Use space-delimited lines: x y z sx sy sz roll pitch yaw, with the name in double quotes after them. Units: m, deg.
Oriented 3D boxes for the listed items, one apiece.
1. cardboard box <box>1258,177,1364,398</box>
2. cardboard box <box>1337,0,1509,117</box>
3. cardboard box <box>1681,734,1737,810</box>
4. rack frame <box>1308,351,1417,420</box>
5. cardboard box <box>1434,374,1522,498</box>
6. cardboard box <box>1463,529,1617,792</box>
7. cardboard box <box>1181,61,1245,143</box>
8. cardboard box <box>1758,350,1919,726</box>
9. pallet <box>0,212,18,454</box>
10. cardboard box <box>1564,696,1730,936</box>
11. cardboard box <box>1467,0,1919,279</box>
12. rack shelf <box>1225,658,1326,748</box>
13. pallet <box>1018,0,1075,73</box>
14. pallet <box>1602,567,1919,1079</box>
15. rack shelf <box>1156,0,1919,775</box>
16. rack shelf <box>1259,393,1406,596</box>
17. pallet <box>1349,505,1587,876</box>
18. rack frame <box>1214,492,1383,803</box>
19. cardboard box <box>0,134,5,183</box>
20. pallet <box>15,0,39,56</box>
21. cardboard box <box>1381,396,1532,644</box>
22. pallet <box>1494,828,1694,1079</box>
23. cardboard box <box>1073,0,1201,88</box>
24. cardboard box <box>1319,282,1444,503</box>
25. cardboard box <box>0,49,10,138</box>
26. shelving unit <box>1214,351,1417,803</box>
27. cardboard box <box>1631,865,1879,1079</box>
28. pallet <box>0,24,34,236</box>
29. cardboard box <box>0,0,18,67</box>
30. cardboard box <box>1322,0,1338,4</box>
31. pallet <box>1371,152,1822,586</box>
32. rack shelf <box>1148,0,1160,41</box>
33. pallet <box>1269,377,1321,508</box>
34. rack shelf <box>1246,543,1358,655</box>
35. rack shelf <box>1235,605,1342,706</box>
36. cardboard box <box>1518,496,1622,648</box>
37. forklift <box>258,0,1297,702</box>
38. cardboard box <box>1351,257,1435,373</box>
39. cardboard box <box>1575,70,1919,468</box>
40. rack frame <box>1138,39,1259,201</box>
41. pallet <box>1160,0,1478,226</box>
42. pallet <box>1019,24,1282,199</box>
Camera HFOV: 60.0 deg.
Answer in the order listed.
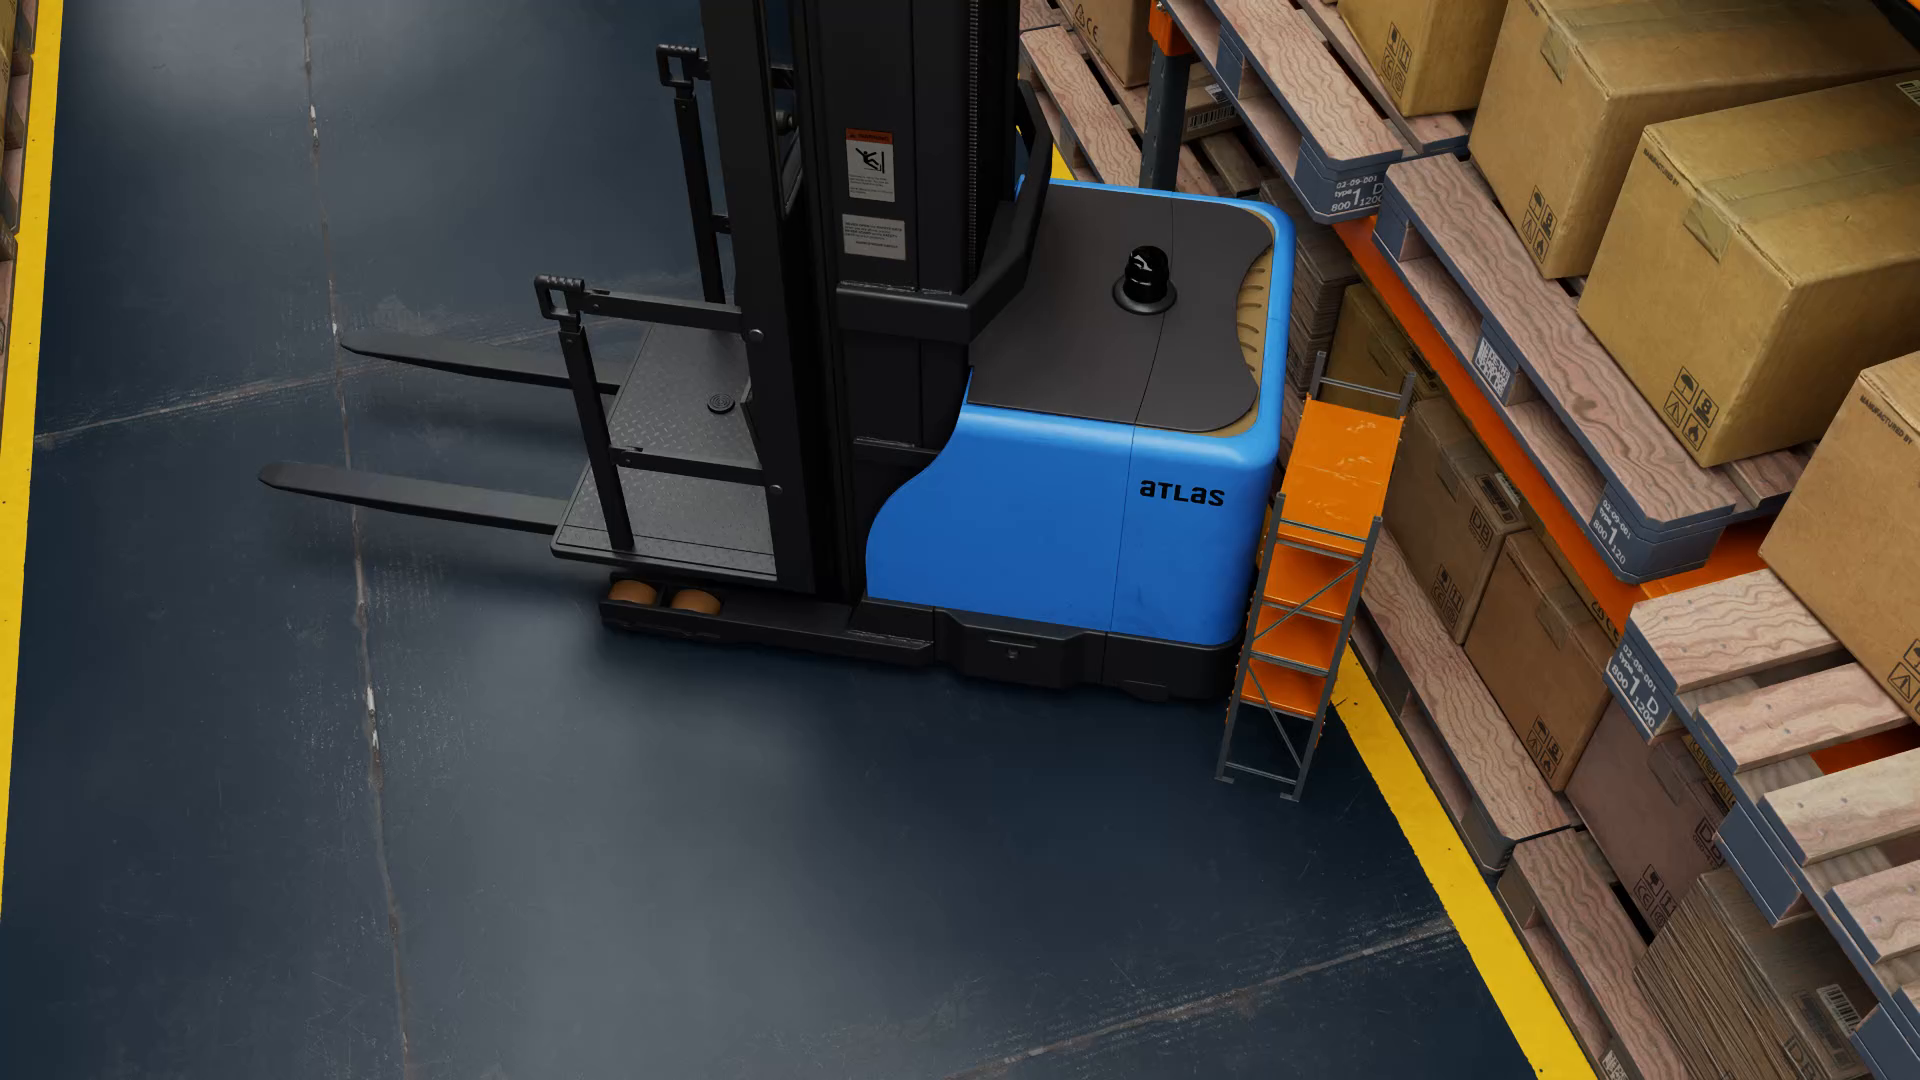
1.356 -0.867 5.366 0.700 0.500 0.500 -12 51 -10 "cardboard box"
1.399 -1.450 4.157 0.700 0.500 0.500 -9 50 -7 "cardboard box"
1.934 0.334 3.863 0.500 0.250 0.500 -12 51 -10 "cardboard box"
0.989 -0.042 4.500 0.240 1.200 0.015 15 51 12 "rack frame"
1.647 -0.409 4.490 0.500 0.250 0.500 -15 51 -12 "cardboard box"
1.827 0.247 4.427 0.700 0.500 0.500 -14 51 -11 "cardboard box"
0.936 -1.678 6.268 0.380 0.166 0.250 -19 53 -16 "cardboard box"
1.966 -0.061 2.986 0.700 0.500 0.500 -18 52 -14 "cardboard box"
-3.804 -0.634 5.646 1.003 0.211 1.213 -13 51 -11 "pallet"
2.001 0.604 4.126 0.700 0.500 0.500 -13 51 -11 "cardboard box"
1.623 -0.976 3.758 0.700 0.500 0.500 -7 50 -6 "cardboard box"
0.910 0.306 4.555 0.258 0.148 0.480 15 51 12 "rack shelf"
0.526 -2.541 7.254 1.003 0.211 1.213 -13 51 -11 "pallet"
1.993 0.422 3.058 1.213 0.211 1.003 -13 51 -11 "pallet"
1.714 -0.372 4.073 1.077 0.370 4.000 -13 51 -11 "rack shelf"
0.910 -0.118 4.051 0.258 0.148 0.480 15 51 12 "rack shelf"
1.719 0.295 4.863 1.003 0.211 1.213 -13 51 -11 "pallet"
0.832 0.311 4.203 0.240 1.200 0.015 15 51 12 "rack frame"
-3.742 -1.331 5.934 0.500 0.250 0.500 -13 51 -11 "cardboard box"
-4.525 -2.416 7.148 1.003 0.211 1.213 -13 51 -11 "pallet"
1.669 -0.119 4.736 0.700 0.500 0.500 -13 51 -11 "cardboard box"
2.076 1.184 4.114 1.003 0.211 1.213 -13 51 -11 "pallet"
0.777 -2.150 6.448 0.500 0.500 0.500 -17 52 -14 "cardboard box"
1.557 -0.501 5.058 0.700 0.500 0.500 -14 51 -12 "cardboard box"
-3.895 -1.695 6.241 0.500 0.250 0.500 -13 51 -11 "cardboard box"
0.910 0.135 4.352 0.258 1.200 0.503 15 51 12 "shelving unit"
2.043 1.006 3.787 0.700 0.500 0.500 -13 51 -10 "cardboard box"
-4.168 -1.526 6.399 1.003 0.211 1.213 -13 51 -11 "pallet"
-4.042 -2.061 6.549 0.500 0.250 0.500 -13 51 -11 "cardboard box"
1.240 -1.860 4.503 0.700 0.500 0.500 -13 51 -11 "cardboard box"
1.681 -0.518 3.850 1.003 0.211 1.213 -13 51 -11 "pallet"
0.531 -3.294 6.535 1.077 0.370 4.000 -13 51 -11 "rack shelf"
1.354 -0.598 5.616 1.003 0.211 1.213 -13 51 -11 "pallet"
0.910 0.034 4.232 0.258 0.148 0.480 15 51 12 "rack shelf"
0.910 0.178 4.403 0.258 0.148 0.480 15 51 12 "rack shelf"
1.777 -0.040 4.179 0.500 0.250 0.500 -14 51 -11 "cardboard box"
-0.615 -1.031 4.202 3.031 2.935 1.130 8 50 7 "forklift"
1.490 -0.788 4.809 0.500 0.250 0.500 -14 51 -12 "cardboard box"
1.767 -0.564 3.410 0.700 0.500 0.500 -13 51 -11 "cardboard box"
1.123 -2.065 5.029 1.000 3.000 0.127 -13 51 -11 "rack frame"
1.210 -1.412 4.604 1.003 0.211 1.213 -13 51 -11 "pallet"
0.890 -1.649 6.502 1.003 0.211 1.213 -13 51 -11 "pallet"
